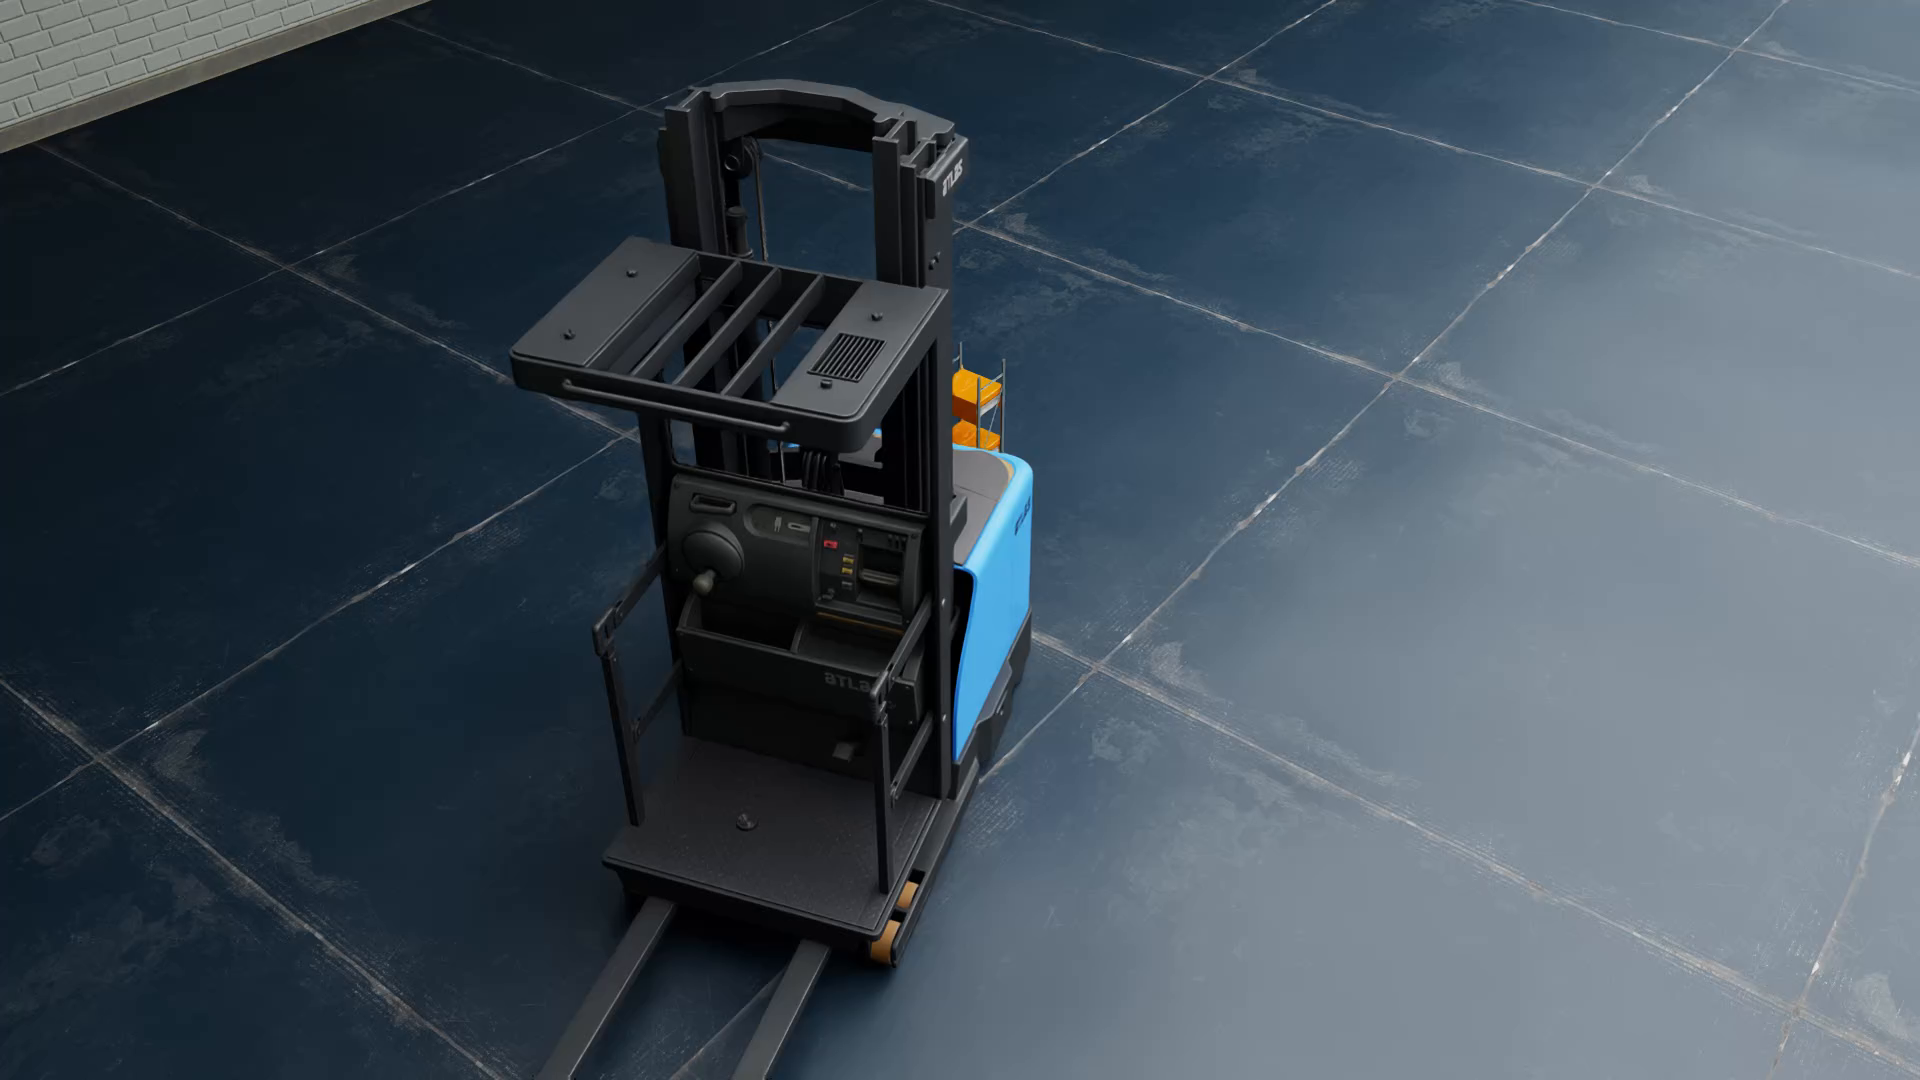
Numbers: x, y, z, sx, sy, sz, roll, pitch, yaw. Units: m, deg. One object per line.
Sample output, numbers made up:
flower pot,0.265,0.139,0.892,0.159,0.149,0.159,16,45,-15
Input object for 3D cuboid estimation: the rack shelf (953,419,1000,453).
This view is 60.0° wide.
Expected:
rack shelf,0.042,-0.385,7.768,0.240,0.259,0.215,25,45,29

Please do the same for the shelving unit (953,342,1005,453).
shelving unit,0.042,-0.393,7.762,0.252,1.050,0.215,25,45,29

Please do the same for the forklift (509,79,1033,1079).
forklift,-0.645,0.119,5.581,1.130,2.935,3.031,12,40,15

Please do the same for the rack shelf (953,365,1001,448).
rack shelf,0.042,-0.608,7.593,0.240,0.259,0.215,25,45,29

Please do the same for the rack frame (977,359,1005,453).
rack frame,0.139,-0.348,7.703,0.008,1.050,0.200,25,45,29

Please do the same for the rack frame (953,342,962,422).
rack frame,-0.054,-0.439,7.820,0.008,1.050,0.200,25,45,29
